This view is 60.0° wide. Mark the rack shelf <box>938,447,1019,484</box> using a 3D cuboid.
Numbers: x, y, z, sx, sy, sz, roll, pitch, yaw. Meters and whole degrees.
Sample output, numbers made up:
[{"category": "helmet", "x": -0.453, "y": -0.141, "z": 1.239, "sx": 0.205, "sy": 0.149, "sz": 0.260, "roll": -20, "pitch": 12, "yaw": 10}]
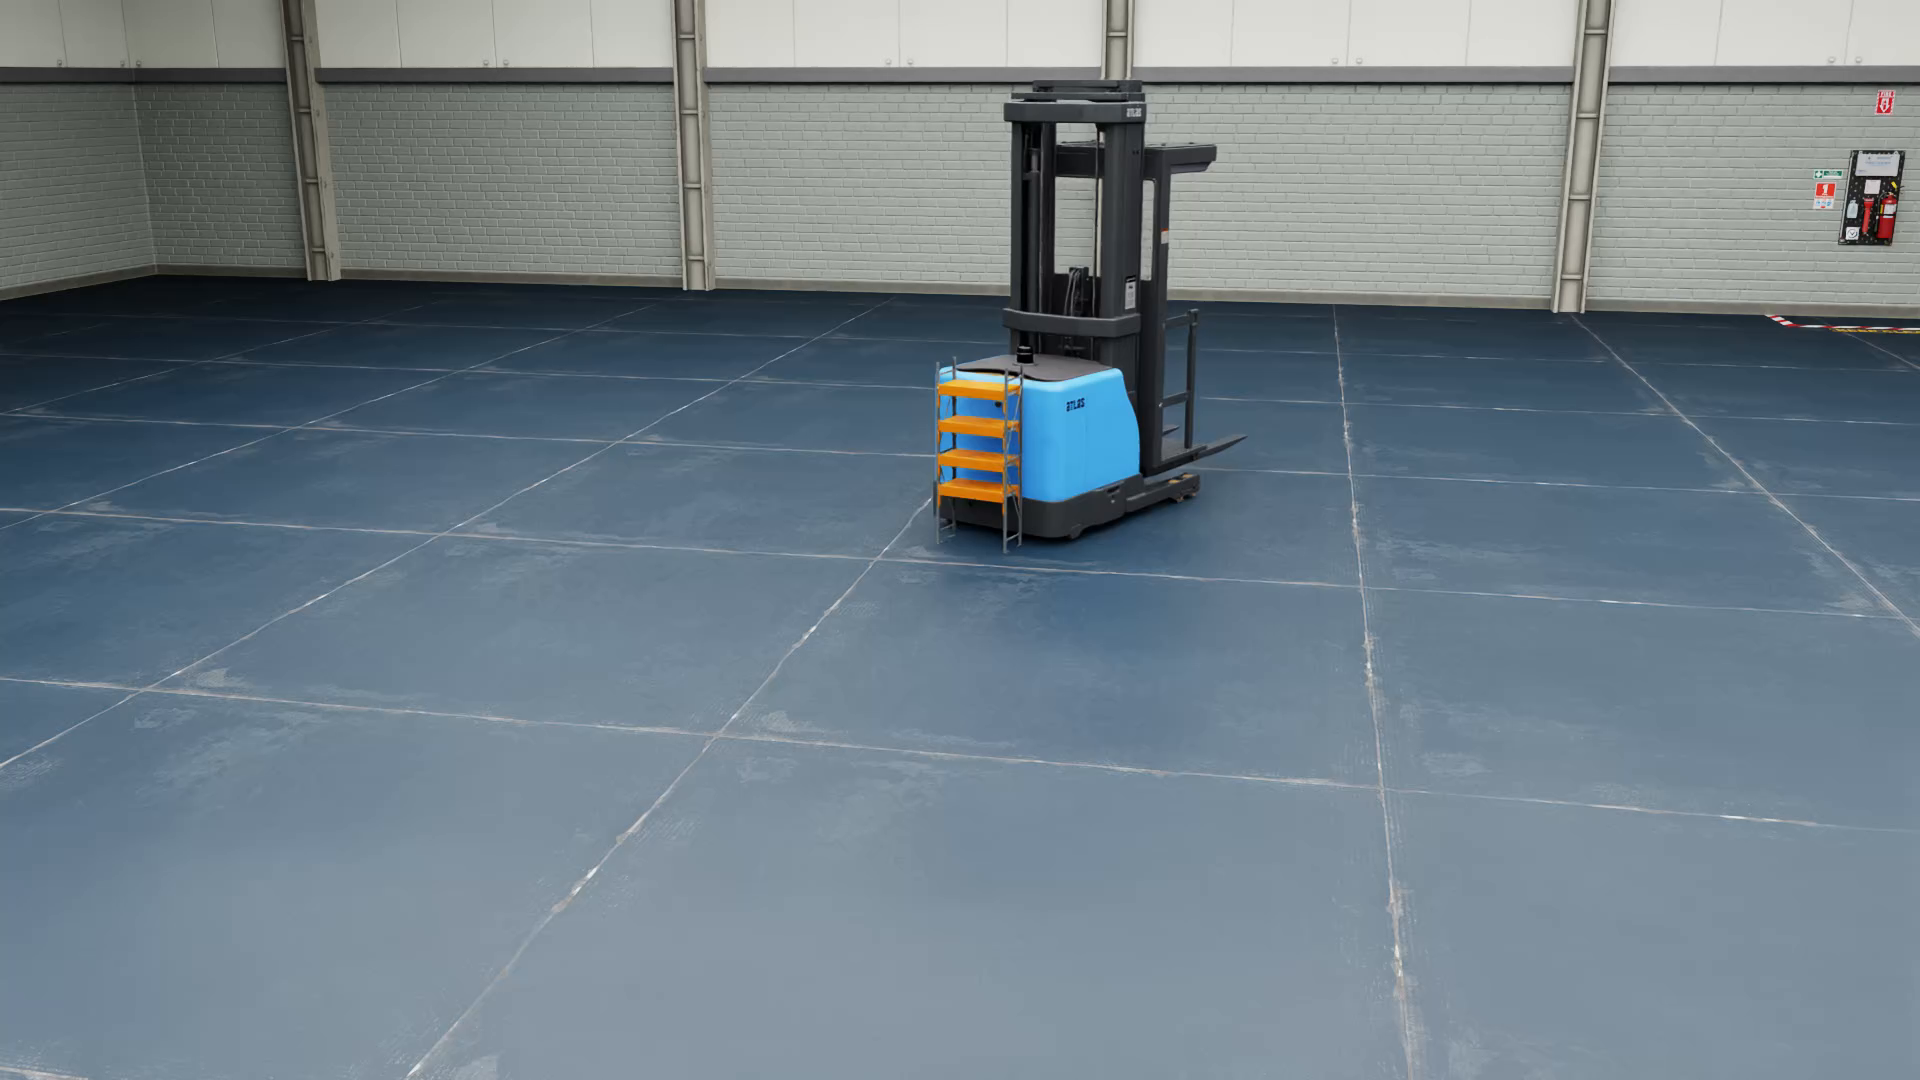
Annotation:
[{"category": "rack shelf", "x": 0.126, "y": -0.483, "z": 10.742, "sx": 0.480, "sy": 0.148, "sz": 0.258, "roll": 8, "pitch": 17, "yaw": 27}]

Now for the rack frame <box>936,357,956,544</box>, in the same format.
[{"category": "rack frame", "x": -0.089, "y": -0.579, "z": 10.835, "sx": 0.015, "sy": 1.200, "sz": 0.240, "roll": 8, "pitch": 17, "yaw": 27}]

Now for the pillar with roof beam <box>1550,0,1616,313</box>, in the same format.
[{"category": "pillar with roof beam", "x": 7.119, "y": -6.217, "z": 16.578, "sx": 0.400, "sy": 9.000, "sz": 9.100, "roll": 3, "pitch": 16, "yaw": 11}]

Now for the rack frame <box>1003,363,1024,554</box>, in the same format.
[{"category": "rack frame", "x": 0.341, "y": -0.517, "z": 10.613, "sx": 0.015, "sy": 1.200, "sz": 0.240, "roll": 8, "pitch": 17, "yaw": 27}]

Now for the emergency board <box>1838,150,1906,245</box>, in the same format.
[{"category": "emergency board", "x": 11.442, "y": -4.274, "z": 20.803, "sx": 0.643, "sy": 1.169, "sz": 0.194, "roll": 3, "pitch": 16, "yaw": 11}]

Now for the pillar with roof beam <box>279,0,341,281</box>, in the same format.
[{"category": "pillar with roof beam", "x": -10.520, "y": -7.174, "z": 20.035, "sx": 0.400, "sy": 9.000, "sz": 9.100, "roll": 3, "pitch": 16, "yaw": 11}]

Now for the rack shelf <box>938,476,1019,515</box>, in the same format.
[{"category": "rack shelf", "x": 0.126, "y": -0.292, "z": 10.795, "sx": 0.480, "sy": 0.148, "sz": 0.258, "roll": 8, "pitch": 17, "yaw": 27}]

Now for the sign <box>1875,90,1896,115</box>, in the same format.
[{"category": "sign", "x": 11.454, "y": -5.418, "z": 20.589, "sx": 0.199, "sy": 0.298, "sz": 0.001, "roll": 3, "pitch": 16, "yaw": 11}]

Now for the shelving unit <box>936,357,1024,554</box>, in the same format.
[{"category": "shelving unit", "x": 0.126, "y": -0.548, "z": 10.724, "sx": 0.503, "sy": 1.200, "sz": 0.258, "roll": 8, "pitch": 17, "yaw": 27}]

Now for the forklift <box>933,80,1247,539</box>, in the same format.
[{"category": "forklift", "x": 1.099, "y": -1.753, "z": 11.829, "sx": 1.130, "sy": 2.935, "sz": 3.031, "roll": 11, "pitch": 19, "yaw": 35}]

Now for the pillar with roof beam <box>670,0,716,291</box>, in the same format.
[{"category": "pillar with roof beam", "x": -4.641, "y": -6.855, "z": 18.882, "sx": 0.400, "sy": 9.000, "sz": 9.100, "roll": 3, "pitch": 16, "yaw": 11}]

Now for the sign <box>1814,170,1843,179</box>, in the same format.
[{"category": "sign", "x": 10.924, "y": -4.600, "z": 20.921, "sx": 0.331, "sy": 0.109, "sz": 0.001, "roll": 3, "pitch": 16, "yaw": 11}]

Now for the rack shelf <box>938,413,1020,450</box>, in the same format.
[{"category": "rack shelf", "x": 0.126, "y": -0.699, "z": 10.682, "sx": 0.480, "sy": 0.148, "sz": 0.258, "roll": 8, "pitch": 17, "yaw": 27}]

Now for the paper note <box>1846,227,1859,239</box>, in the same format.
[{"category": "paper note", "x": 11.283, "y": -3.877, "z": 21.019, "sx": 0.142, "sy": 0.148, "sz": 0.016, "roll": 3, "pitch": 16, "yaw": 11}]

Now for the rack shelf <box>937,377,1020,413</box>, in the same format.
[{"category": "rack shelf", "x": 0.126, "y": -0.927, "z": 10.619, "sx": 0.480, "sy": 0.148, "sz": 0.258, "roll": 8, "pitch": 17, "yaw": 27}]

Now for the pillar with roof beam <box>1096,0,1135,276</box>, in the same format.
[{"category": "pillar with roof beam", "x": 1.239, "y": -6.536, "z": 17.730, "sx": 0.400, "sy": 9.000, "sz": 9.100, "roll": 3, "pitch": 16, "yaw": 11}]

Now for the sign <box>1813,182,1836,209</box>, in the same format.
[{"category": "sign", "x": 10.921, "y": -4.348, "z": 21.001, "sx": 0.234, "sy": 0.329, "sz": 0.001, "roll": 3, "pitch": 16, "yaw": 11}]
